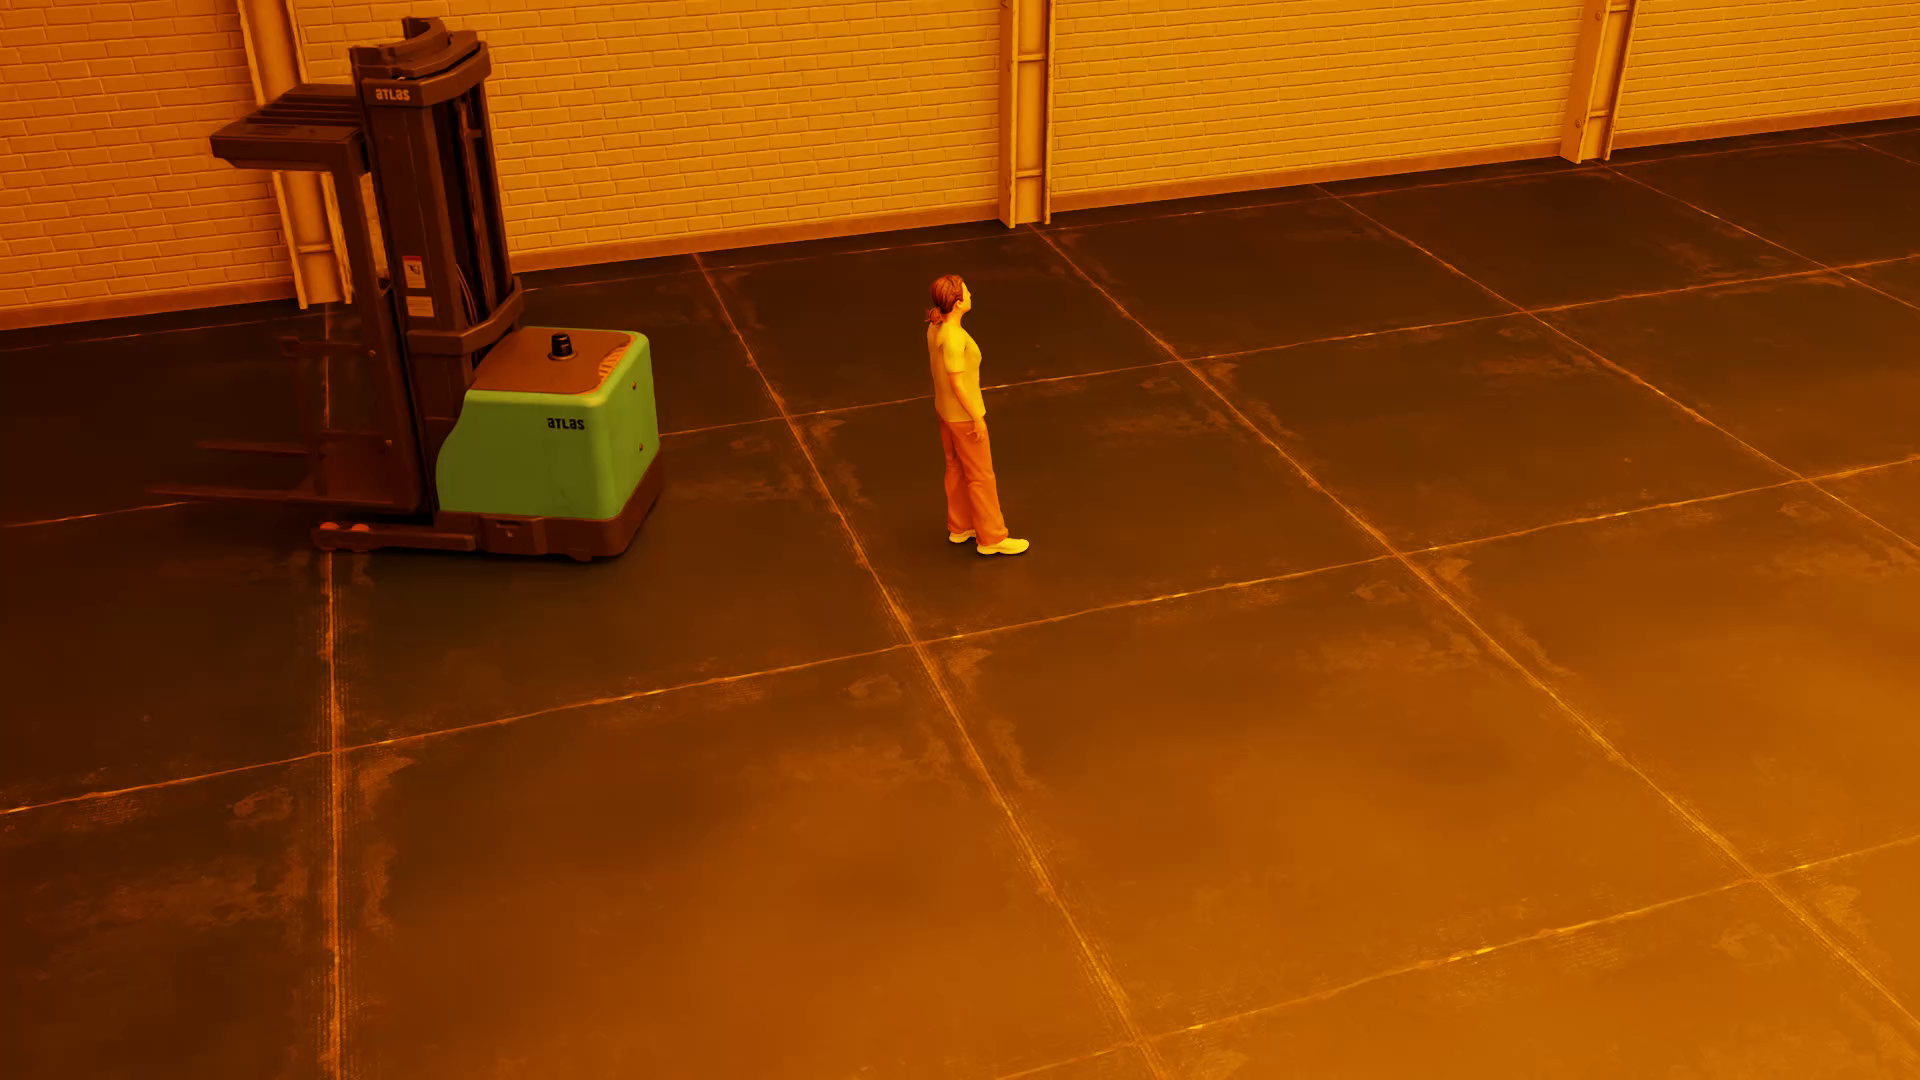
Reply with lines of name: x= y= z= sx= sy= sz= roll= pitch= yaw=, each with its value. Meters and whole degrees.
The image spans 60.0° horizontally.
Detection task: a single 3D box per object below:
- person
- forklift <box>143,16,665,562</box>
person: x=0.073 y=-0.739 z=9.616 sx=0.549 sy=1.675 sz=0.555 roll=-10 pitch=31 yaw=-16
forklift: x=-3.421 y=-1.453 z=9.612 sx=3.031 sy=2.935 sz=1.130 roll=3 pitch=30 yaw=6
